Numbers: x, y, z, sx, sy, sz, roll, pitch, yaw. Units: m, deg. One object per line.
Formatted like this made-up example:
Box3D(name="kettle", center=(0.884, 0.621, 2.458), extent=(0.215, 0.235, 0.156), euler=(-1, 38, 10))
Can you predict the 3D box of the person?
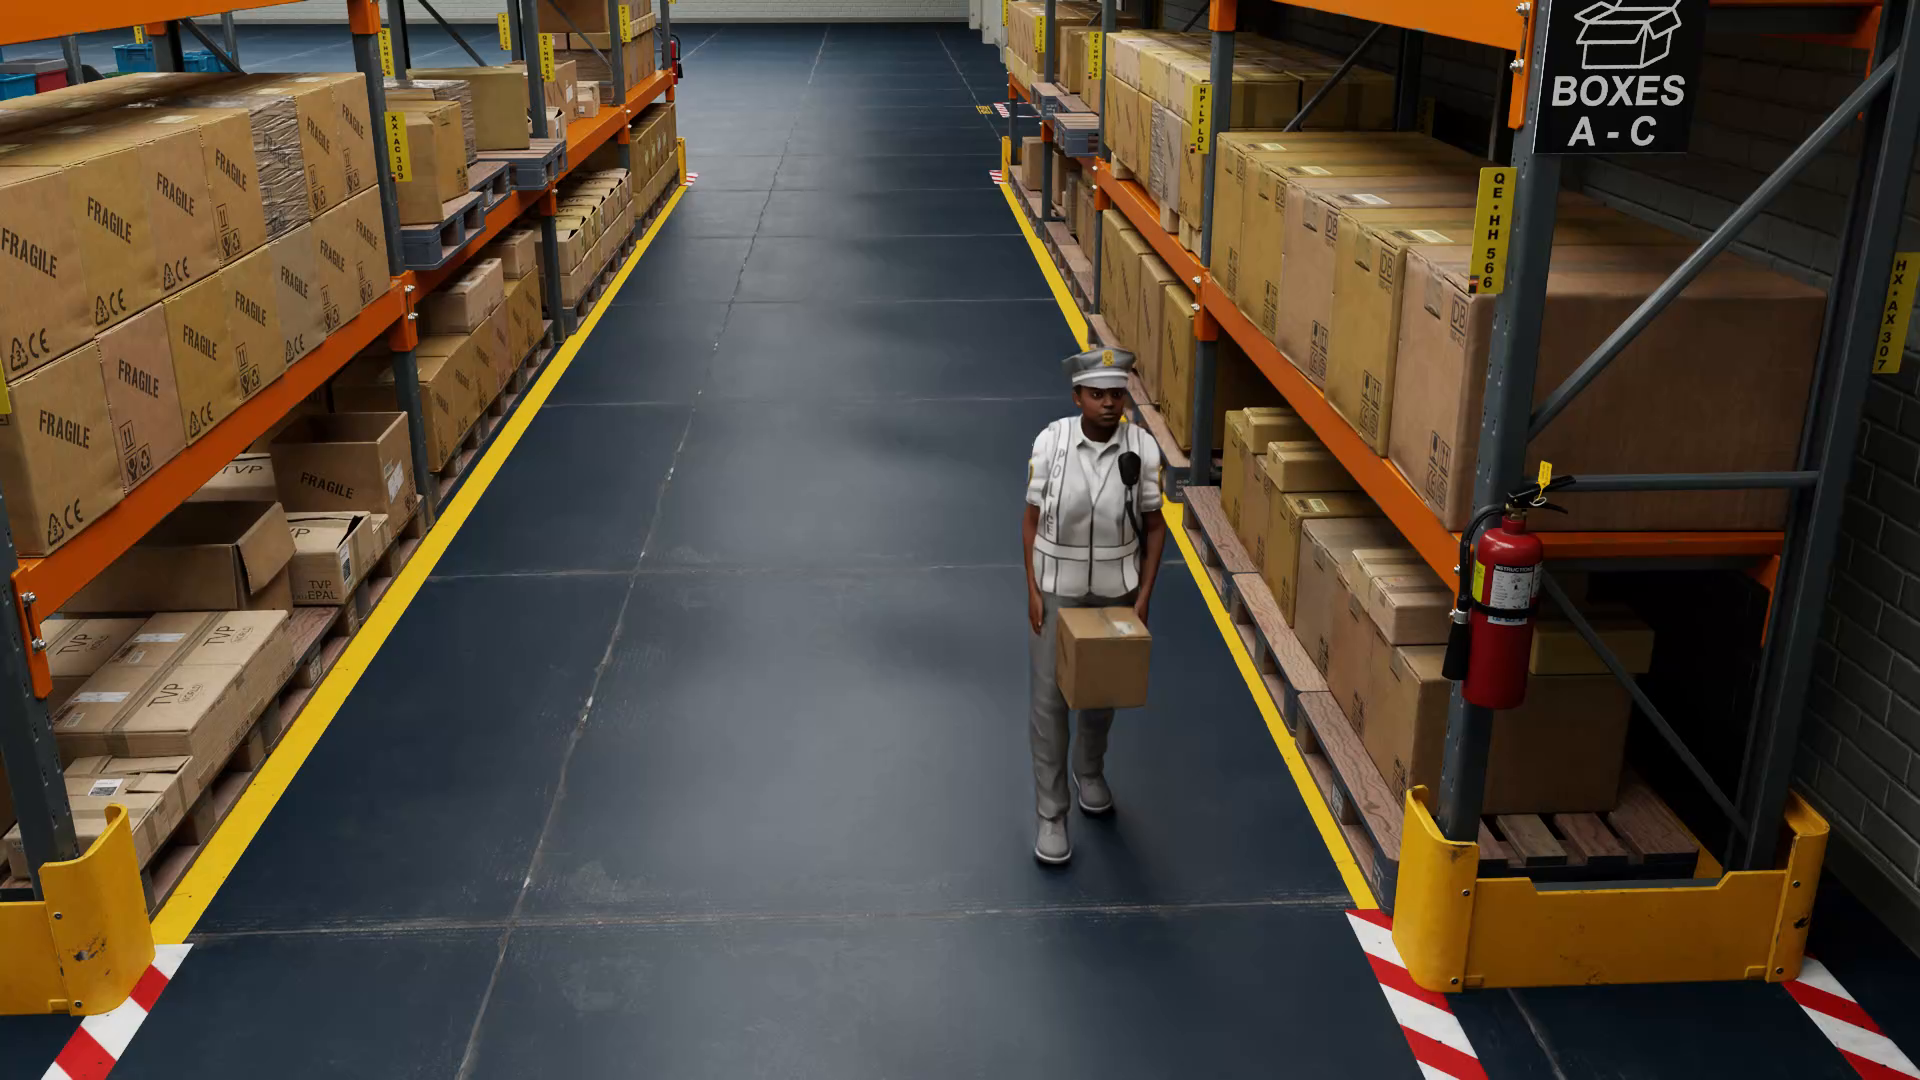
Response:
Box3D(name="person", center=(0.449, 0.191, 5.488), extent=(0.474, 1.689, 0.657), euler=(-1, 21, -3))
